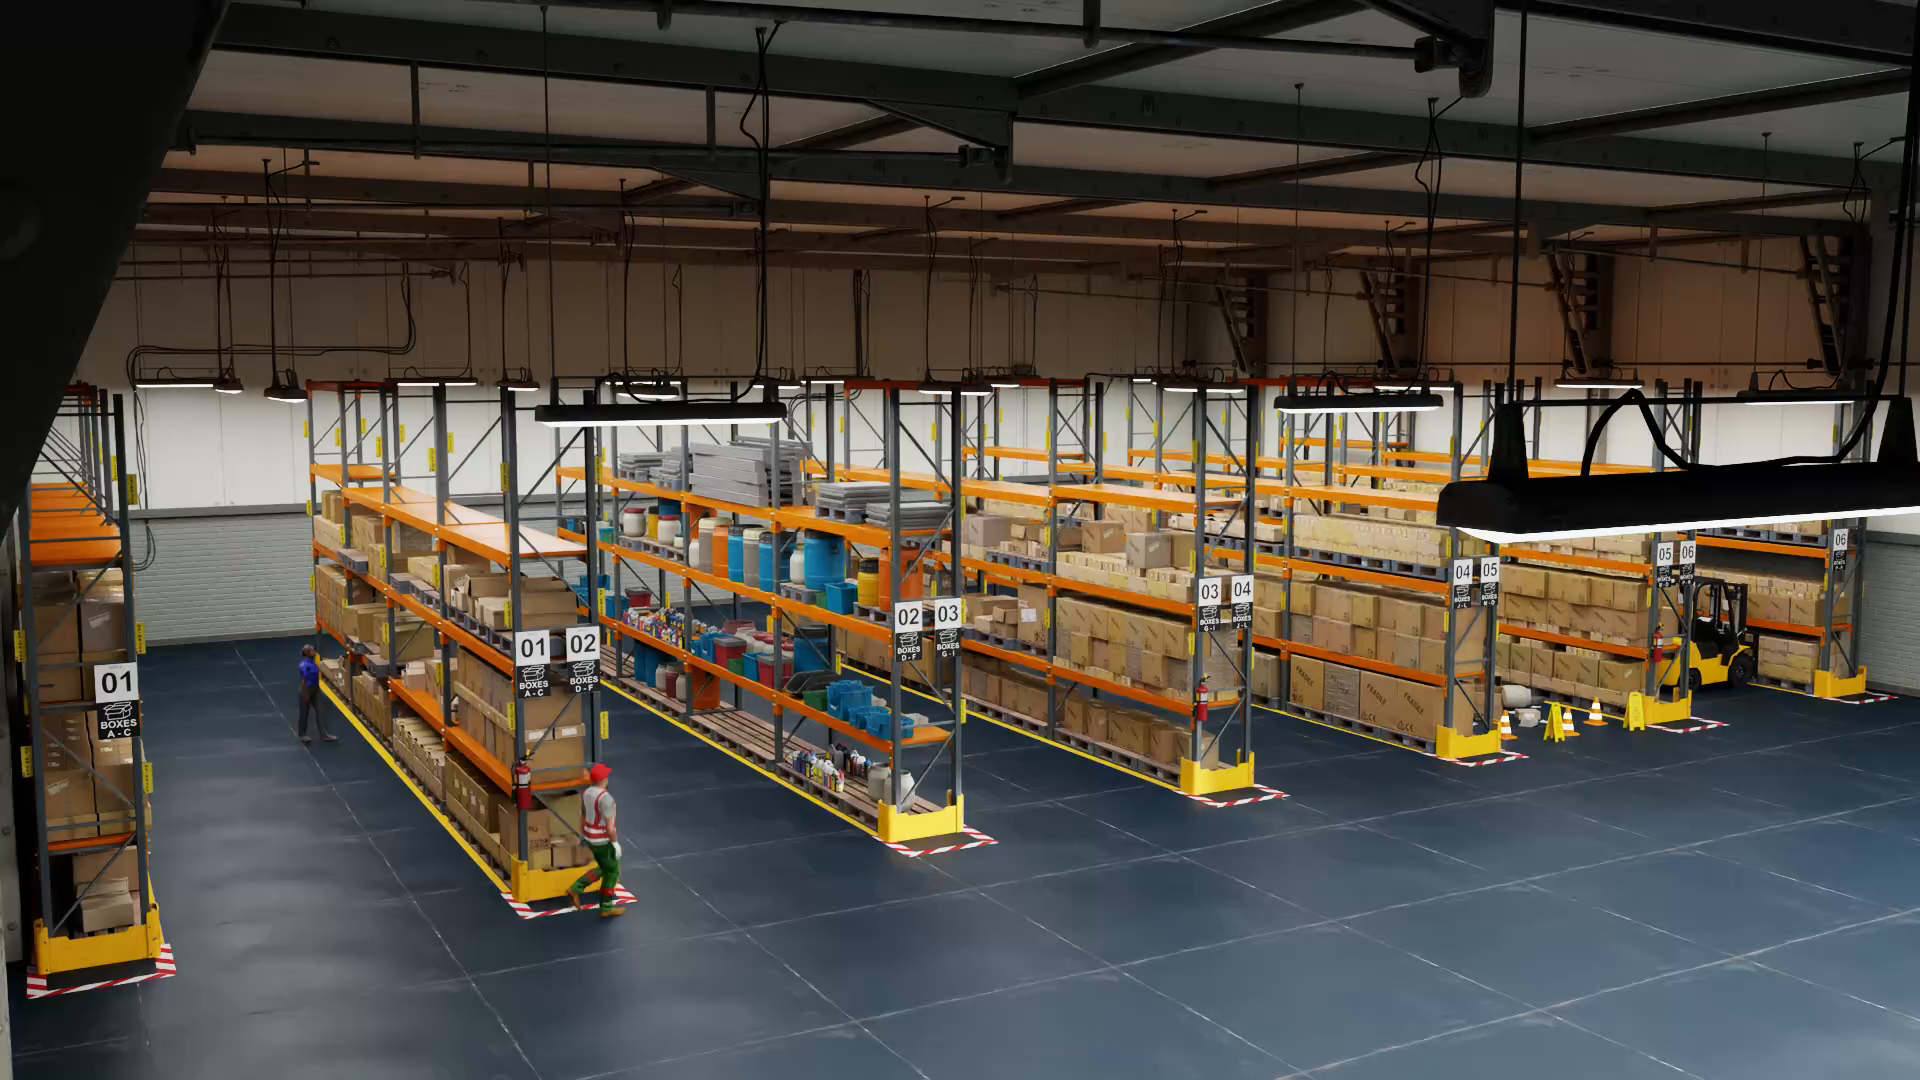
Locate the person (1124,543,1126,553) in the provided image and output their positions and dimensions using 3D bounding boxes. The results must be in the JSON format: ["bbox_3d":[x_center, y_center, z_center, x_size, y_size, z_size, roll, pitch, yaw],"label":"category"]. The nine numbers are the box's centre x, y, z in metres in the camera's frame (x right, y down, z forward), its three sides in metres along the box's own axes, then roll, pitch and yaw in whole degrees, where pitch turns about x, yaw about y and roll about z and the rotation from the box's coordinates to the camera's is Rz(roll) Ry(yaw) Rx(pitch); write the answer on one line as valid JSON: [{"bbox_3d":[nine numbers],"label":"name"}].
[{"bbox_3d":[4.757,0.607,46.106,0.531,1.633,0.756,3,7,29],"label":"person"}]

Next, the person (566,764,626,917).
[{"bbox_3d":[-4.152,3.427,18.936,0.642,1.769,0.602,-3,7,-28],"label":"person"}]

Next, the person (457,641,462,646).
[{"bbox_3d":[-9.757,2.060,32.625,0.415,1.597,0.579,-5,8,-37],"label":"person"}]

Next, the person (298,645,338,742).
[{"bbox_3d":[-10.824,2.558,27.809,0.611,1.642,0.492,3,7,24],"label":"person"}]
